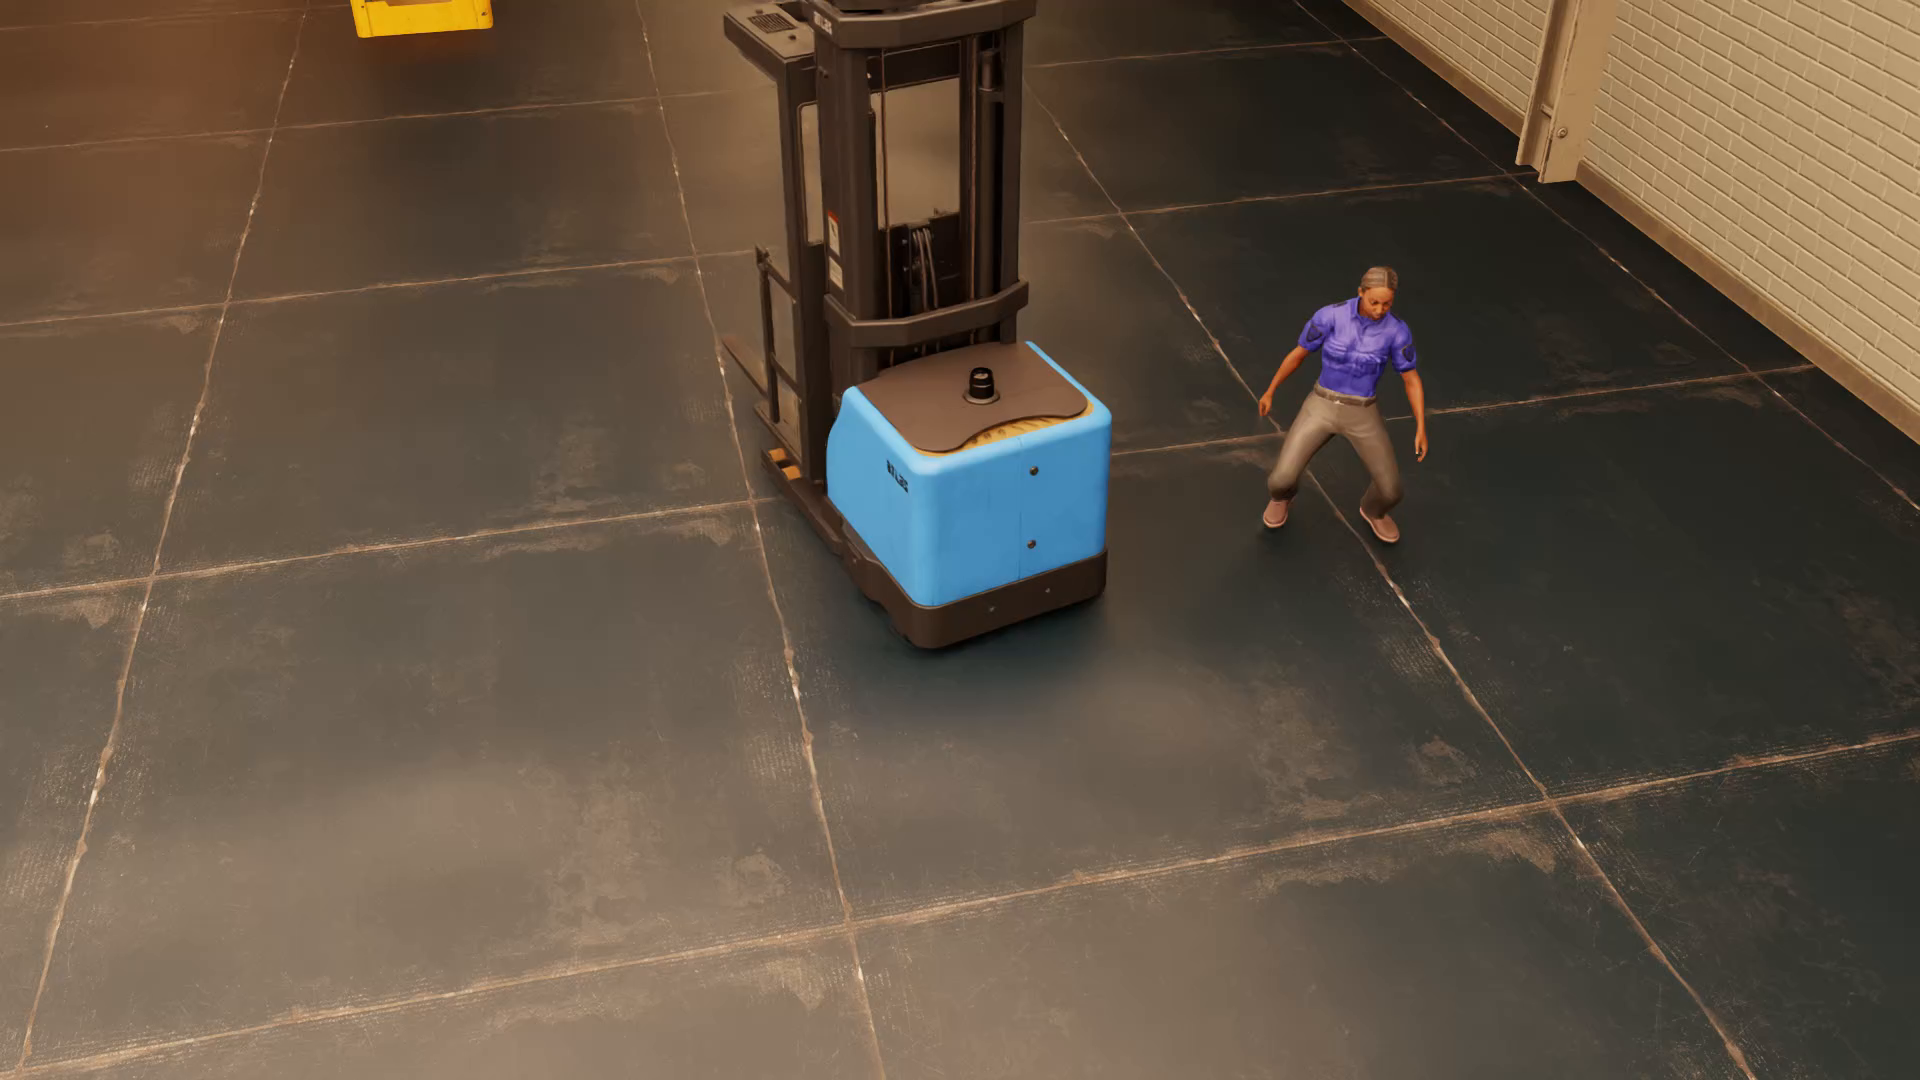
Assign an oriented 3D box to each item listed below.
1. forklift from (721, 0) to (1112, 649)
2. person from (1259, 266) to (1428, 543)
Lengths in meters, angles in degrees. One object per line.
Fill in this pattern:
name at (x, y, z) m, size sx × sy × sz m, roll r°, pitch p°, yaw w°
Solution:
forklift at (-0.420, -1.528, 8.174) m, size 1.130 × 2.935 × 3.031 m, roll -17°, pitch 39°, yaw -22°
person at (1.876, -0.643, 8.106) m, size 0.836 × 1.526 × 0.535 m, roll 10°, pitch 37°, yaw 14°
